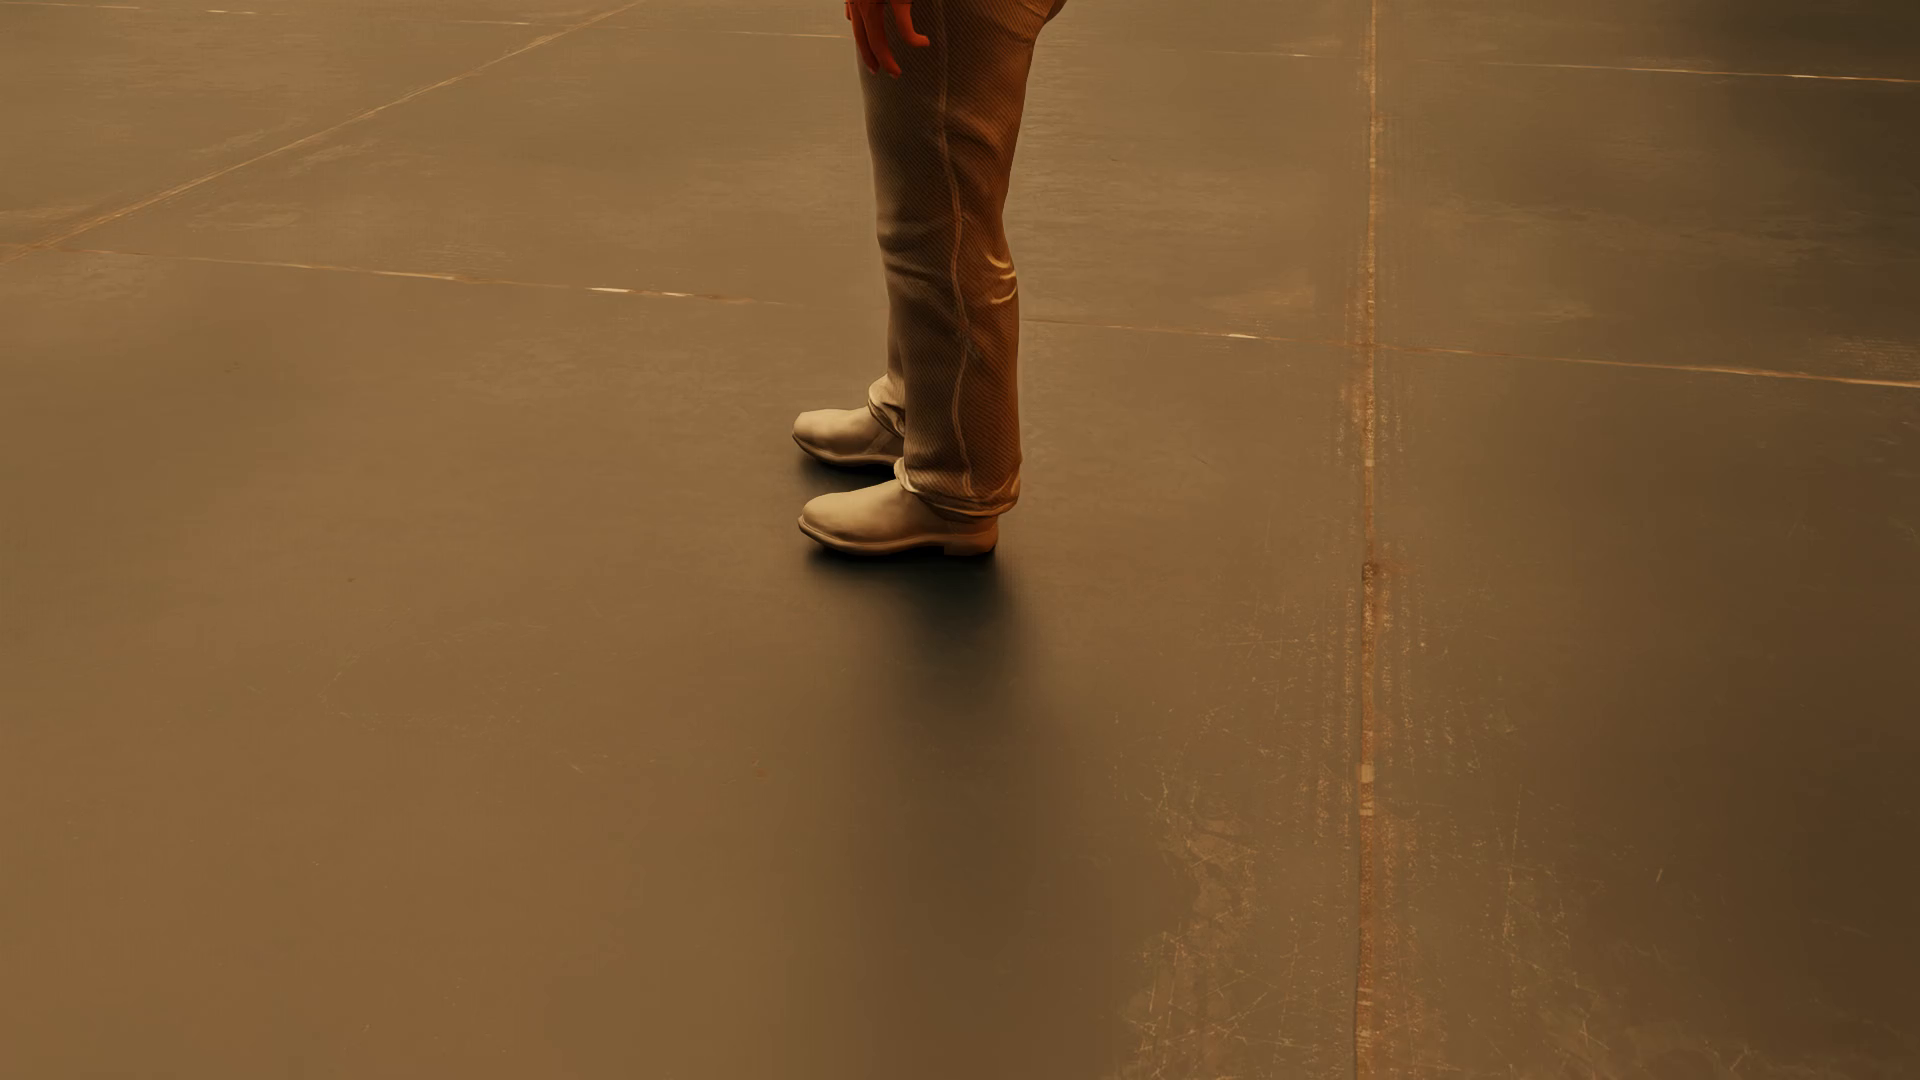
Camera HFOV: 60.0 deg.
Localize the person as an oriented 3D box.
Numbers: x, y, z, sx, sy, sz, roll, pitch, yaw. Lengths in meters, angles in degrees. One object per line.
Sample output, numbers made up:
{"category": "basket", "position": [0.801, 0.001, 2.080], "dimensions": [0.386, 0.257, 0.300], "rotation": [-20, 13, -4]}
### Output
{"category": "person", "position": [-0.060, -0.808, 2.116], "dimensions": [0.566, 1.775, 0.633], "rotation": [6, 27, 11]}
